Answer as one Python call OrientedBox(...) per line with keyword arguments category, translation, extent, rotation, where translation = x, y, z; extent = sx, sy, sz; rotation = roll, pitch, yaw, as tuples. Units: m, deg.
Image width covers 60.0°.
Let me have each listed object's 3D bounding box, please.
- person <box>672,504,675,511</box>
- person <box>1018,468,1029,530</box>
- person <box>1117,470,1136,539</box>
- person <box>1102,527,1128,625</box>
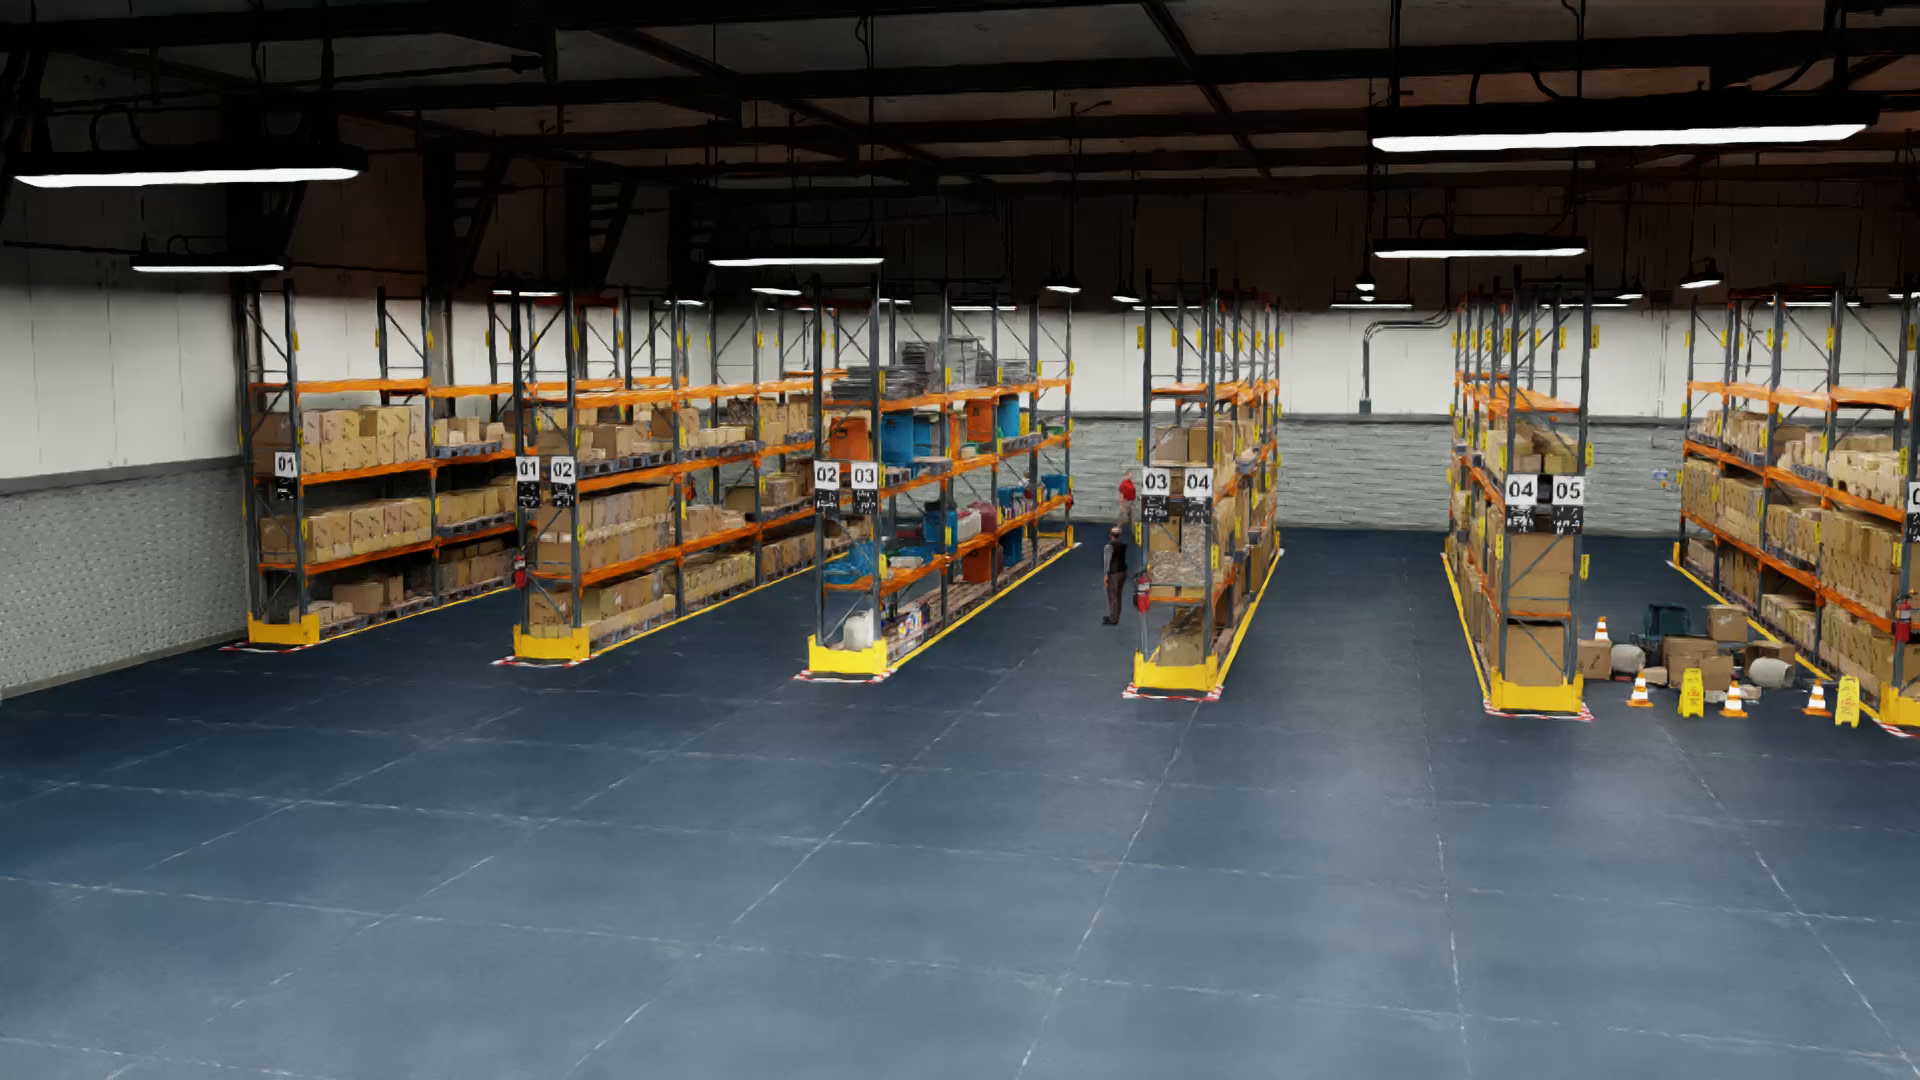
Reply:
OrientedBox(category="person", translation=(-5.951, 0.011, 34.965), extent=(0.532, 1.588, 0.535), rotation=(5, 9, 36))
OrientedBox(category="person", translation=(1.697, -1.081, 43.897), extent=(0.518, 1.667, 0.525), rotation=(-3, 7, -23))
OrientedBox(category="person", translation=(4.253, -0.904, 42.046), extent=(0.516, 1.725, 0.733), rotation=(7, 10, 44))
OrientedBox(category="person", translation=(2.692, 0.616, 29.386), extent=(0.578, 1.724, 0.499), rotation=(-7, 10, -44))
